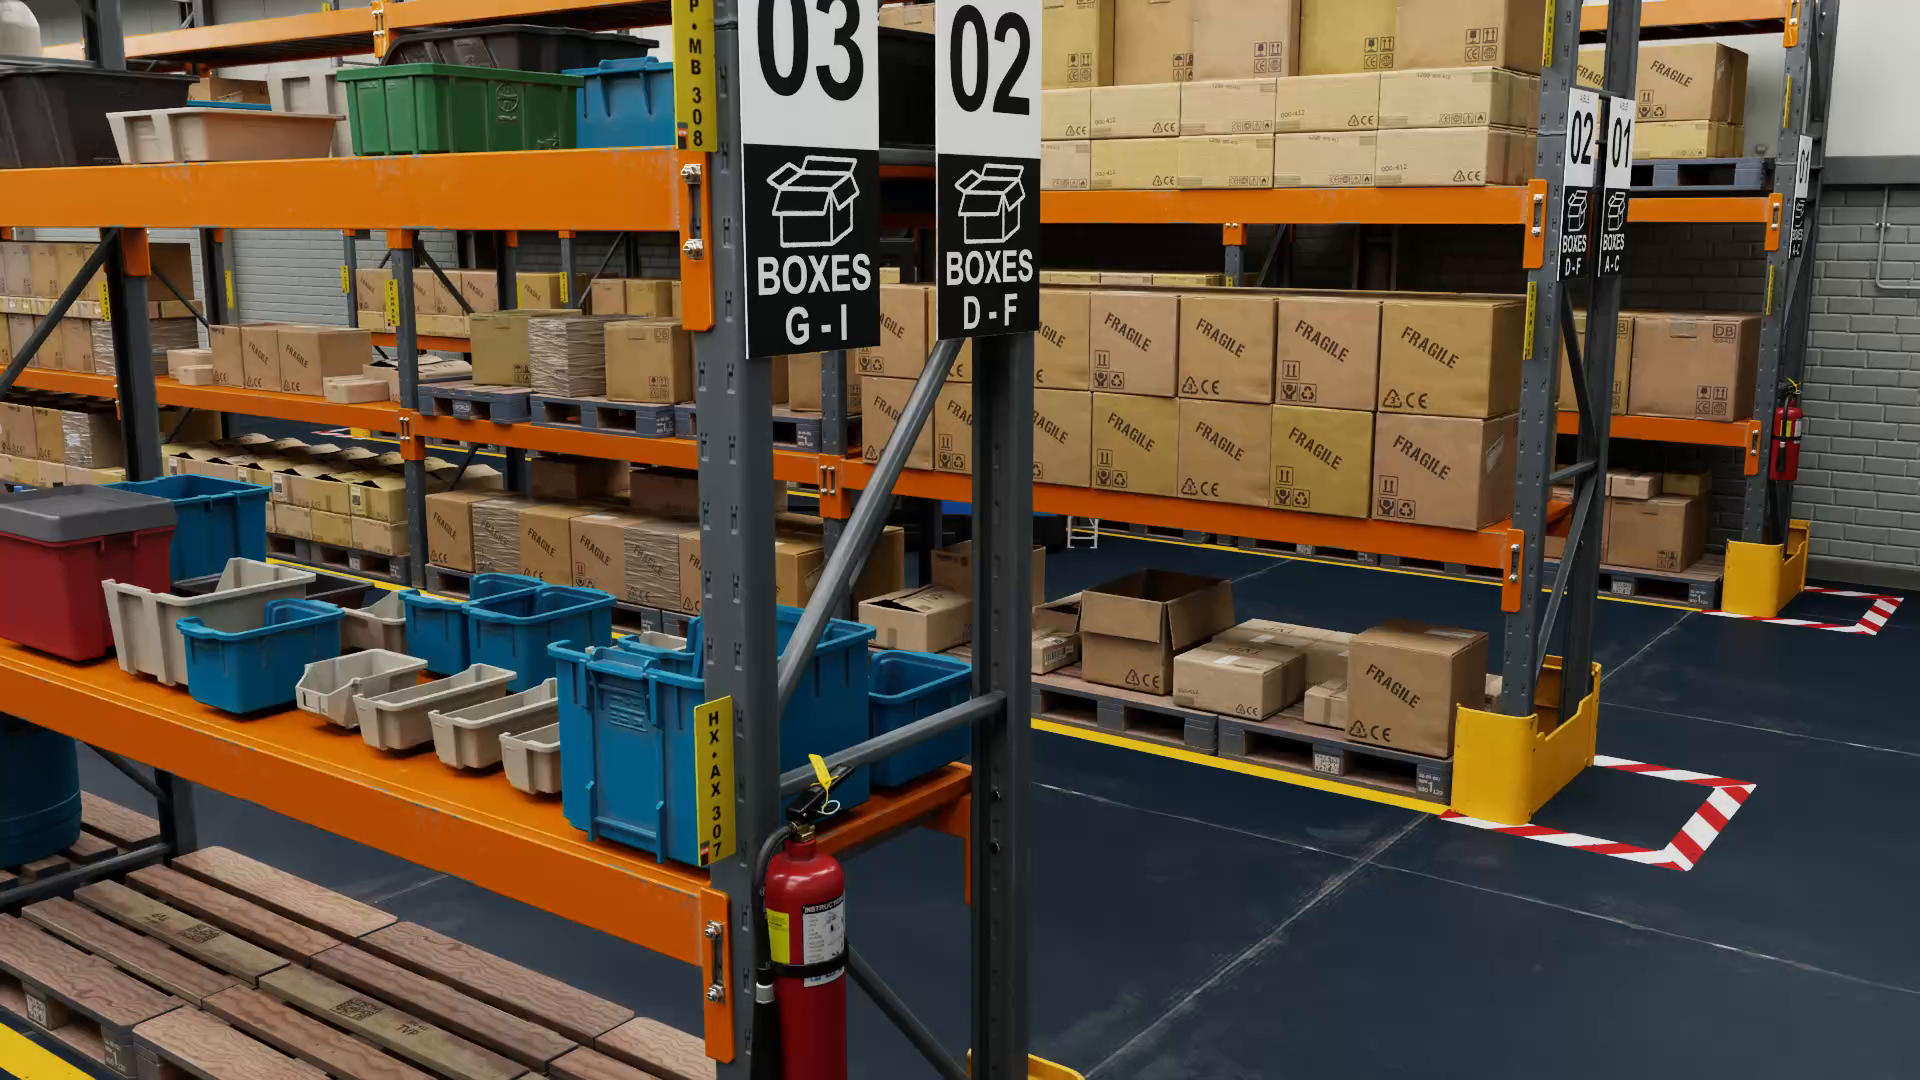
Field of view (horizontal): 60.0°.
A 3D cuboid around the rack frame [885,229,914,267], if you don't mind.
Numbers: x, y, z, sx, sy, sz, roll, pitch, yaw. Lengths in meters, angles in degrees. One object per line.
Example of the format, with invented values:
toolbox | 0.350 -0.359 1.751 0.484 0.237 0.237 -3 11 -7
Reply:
rack frame | -0.750 -1.949 16.207 0.127 3.000 1.000 8 13 36

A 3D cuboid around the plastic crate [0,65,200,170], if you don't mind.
plastic crate | -2.552 -1.209 4.831 0.590 0.269 0.497 8 13 36

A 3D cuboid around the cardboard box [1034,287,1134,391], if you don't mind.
cardboard box | 0.588 -1.069 8.760 0.500 0.500 0.500 7 13 34

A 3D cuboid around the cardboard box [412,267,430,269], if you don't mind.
cardboard box | -6.693 -3.132 20.691 0.500 0.500 0.500 8 13 35

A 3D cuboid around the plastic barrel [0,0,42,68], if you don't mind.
plastic barrel | -3.666 -1.826 6.209 0.433 0.535 0.433 0 11 0

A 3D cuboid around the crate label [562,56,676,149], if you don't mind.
crate label | -0.719 -1.086 4.239 0.502 0.251 0.408 8 13 36

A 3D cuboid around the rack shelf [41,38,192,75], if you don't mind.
rack shelf | -8.516 -4.261 15.308 4.000 0.370 1.077 8 13 36

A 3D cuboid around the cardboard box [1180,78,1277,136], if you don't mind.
cardboard box | 1.399 -2.067 7.998 0.500 0.250 0.500 8 13 36

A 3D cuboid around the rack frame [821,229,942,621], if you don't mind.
rack frame | -0.456 -0.740 9.960 0.127 3.000 1.000 8 13 36

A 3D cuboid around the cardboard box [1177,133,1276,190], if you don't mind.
cardboard box | 1.391 -1.819 8.034 0.500 0.250 0.500 8 13 36

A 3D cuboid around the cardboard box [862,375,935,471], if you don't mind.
cardboard box | -0.206 -0.691 9.439 0.500 0.500 0.500 8 14 37

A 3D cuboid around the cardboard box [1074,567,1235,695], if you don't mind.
cardboard box | 1.062 0.480 9.067 0.637 0.503 0.797 8 13 36

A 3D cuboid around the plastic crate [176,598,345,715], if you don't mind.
plastic crate | -1.974 0.328 4.719 0.300 0.233 0.416 8 13 36

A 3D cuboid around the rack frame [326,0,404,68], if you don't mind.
rack frame | -7.199 -5.794 20.286 0.127 3.000 1.000 8 13 36

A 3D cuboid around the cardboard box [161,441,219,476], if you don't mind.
cardboard box | -6.718 -0.687 14.340 0.500 0.311 0.500 8 14 36

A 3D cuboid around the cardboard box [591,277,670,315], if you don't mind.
cardboard box | -3.584 -2.601 18.157 0.500 0.500 0.700 8 14 36

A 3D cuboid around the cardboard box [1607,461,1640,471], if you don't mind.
cardboard box | 4.884 -0.484 12.400 0.250 0.149 0.380 8 14 36

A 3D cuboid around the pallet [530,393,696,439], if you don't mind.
pallet | -2.109 -0.878 11.176 1.213 0.211 1.003 8 13 36

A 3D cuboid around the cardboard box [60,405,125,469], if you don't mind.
cardboard box | -7.803 -0.941 15.155 0.500 0.500 0.500 8 13 36

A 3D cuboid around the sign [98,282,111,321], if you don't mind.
sign | -7.231 -2.019 14.079 0.005 0.325 0.100 8 13 36

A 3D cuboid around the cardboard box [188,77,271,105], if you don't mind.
cardboard box | -5.957 -3.477 13.525 0.500 0.500 0.500 10 15 41

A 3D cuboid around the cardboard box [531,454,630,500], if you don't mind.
cardboard box | -2.739 -0.472 12.022 0.500 0.250 0.500 9 14 38

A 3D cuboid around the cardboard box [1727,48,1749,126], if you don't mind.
cardboard box | 5.252 -3.191 11.782 0.500 0.500 0.500 7 13 33

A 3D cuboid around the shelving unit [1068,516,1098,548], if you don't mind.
shelving unit | 1.029 -0.570 13.815 0.258 1.200 0.503 1 11 5

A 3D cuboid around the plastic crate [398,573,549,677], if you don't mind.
plastic crate | -1.474 0.260 5.072 0.300 0.233 0.416 8 13 36

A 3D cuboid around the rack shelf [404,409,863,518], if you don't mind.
rack shelf | -2.068 -0.612 11.190 4.000 0.370 1.077 8 13 36

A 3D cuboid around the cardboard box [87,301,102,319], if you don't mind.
cardboard box | -7.448 -2.033 14.672 0.250 0.149 0.380 8 13 34

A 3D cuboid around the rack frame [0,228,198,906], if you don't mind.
rack frame | -3.391 0.017 6.042 0.127 3.000 1.000 8 13 36

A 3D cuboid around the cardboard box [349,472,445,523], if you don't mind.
cardboard box | -4.248 -0.343 12.562 0.500 0.311 0.500 8 14 37

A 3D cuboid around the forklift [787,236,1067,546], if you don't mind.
forklift | -0.626 -1.450 13.810 3.031 2.935 1.130 1 11 5

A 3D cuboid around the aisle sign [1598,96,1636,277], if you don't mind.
aisle sign | 2.997 -1.604 7.581 0.004 0.787 0.394 8 13 36

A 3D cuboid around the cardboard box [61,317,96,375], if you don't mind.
cardboard box | -7.694 -1.796 15.154 0.500 0.500 0.700 8 13 35

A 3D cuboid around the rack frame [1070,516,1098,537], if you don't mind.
rack frame | 1.052 -0.616 14.054 0.240 1.200 0.015 1 11 5

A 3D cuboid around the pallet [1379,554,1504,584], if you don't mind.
pallet | 4.028 0.104 12.935 1.213 0.211 1.003 8 13 36

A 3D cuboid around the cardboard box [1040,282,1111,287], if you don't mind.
cardboard box | 0.520 -1.206 9.471 0.500 0.500 0.500 8 13 34

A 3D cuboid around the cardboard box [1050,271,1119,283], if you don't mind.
cardboard box | 1.128 -2.202 14.441 0.500 0.250 0.500 8 14 37

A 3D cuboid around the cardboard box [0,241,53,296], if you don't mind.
cardboard box | -8.882 -2.600 15.895 0.500 0.500 0.700 8 14 36

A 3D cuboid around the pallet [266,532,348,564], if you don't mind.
pallet | -5.299 -0.057 13.768 1.213 0.211 1.003 8 13 36

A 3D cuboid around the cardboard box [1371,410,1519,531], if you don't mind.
cardboard box | 2.246 -0.349 7.671 0.500 0.500 0.500 8 14 37

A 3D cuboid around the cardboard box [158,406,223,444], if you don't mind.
cardboard box | -7.092 -0.964 15.276 0.500 0.500 0.500 8 13 36

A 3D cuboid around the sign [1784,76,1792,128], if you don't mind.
sign | 5.365 -2.837 10.775 0.005 0.325 0.100 8 13 36

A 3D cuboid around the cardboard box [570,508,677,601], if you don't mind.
cardboard box | -2.232 0.089 11.095 0.500 0.500 0.500 7 13 34

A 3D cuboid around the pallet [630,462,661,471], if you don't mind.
pallet | -3.346 -0.942 18.345 1.213 0.211 1.003 8 13 36

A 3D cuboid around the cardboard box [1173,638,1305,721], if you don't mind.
cardboard box | 1.436 0.708 8.552 0.500 0.250 0.500 8 13 36

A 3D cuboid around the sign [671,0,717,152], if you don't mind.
sign | -0.479 -0.868 2.998 0.005 0.325 0.100 8 13 36

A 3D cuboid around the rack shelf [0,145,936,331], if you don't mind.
rack shelf | -1.779 -0.877 4.663 4.000 0.370 1.077 8 13 36

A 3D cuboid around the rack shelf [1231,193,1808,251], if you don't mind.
rack shelf | 4.086 -2.394 12.503 4.000 0.370 1.077 8 13 36

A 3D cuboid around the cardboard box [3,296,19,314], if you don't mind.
cardboard box | -8.700 -2.207 15.570 0.250 0.149 0.380 8 14 36

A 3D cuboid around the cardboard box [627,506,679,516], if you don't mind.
cardboard box | -1.943 0.007 11.521 0.500 0.500 0.500 7 13 33

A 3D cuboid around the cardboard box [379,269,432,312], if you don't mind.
cardboard box | -6.599 -2.996 19.986 0.500 0.500 0.500 8 14 36

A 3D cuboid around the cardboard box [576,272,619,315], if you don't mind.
cardboard box | -4.230 -2.788 18.911 0.500 0.500 0.500 8 13 34

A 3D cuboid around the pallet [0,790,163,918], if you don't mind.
pallet | -3.988 1.293 6.789 1.213 0.211 1.003 8 13 36

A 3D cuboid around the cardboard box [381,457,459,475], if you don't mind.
cardboard box | -4.356 -0.483 13.288 0.500 0.311 0.500 8 13 34

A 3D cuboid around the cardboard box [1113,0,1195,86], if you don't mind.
cardboard box | 1.178 -2.538 8.459 0.500 0.500 0.700 8 13 36

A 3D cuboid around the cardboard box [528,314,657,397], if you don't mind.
cardboard box | -2.481 -1.260 11.276 0.700 0.500 0.500 -10 15 -42

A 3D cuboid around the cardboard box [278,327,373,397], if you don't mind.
cardboard box | -5.042 -1.425 13.237 0.500 0.500 0.500 7 13 33
